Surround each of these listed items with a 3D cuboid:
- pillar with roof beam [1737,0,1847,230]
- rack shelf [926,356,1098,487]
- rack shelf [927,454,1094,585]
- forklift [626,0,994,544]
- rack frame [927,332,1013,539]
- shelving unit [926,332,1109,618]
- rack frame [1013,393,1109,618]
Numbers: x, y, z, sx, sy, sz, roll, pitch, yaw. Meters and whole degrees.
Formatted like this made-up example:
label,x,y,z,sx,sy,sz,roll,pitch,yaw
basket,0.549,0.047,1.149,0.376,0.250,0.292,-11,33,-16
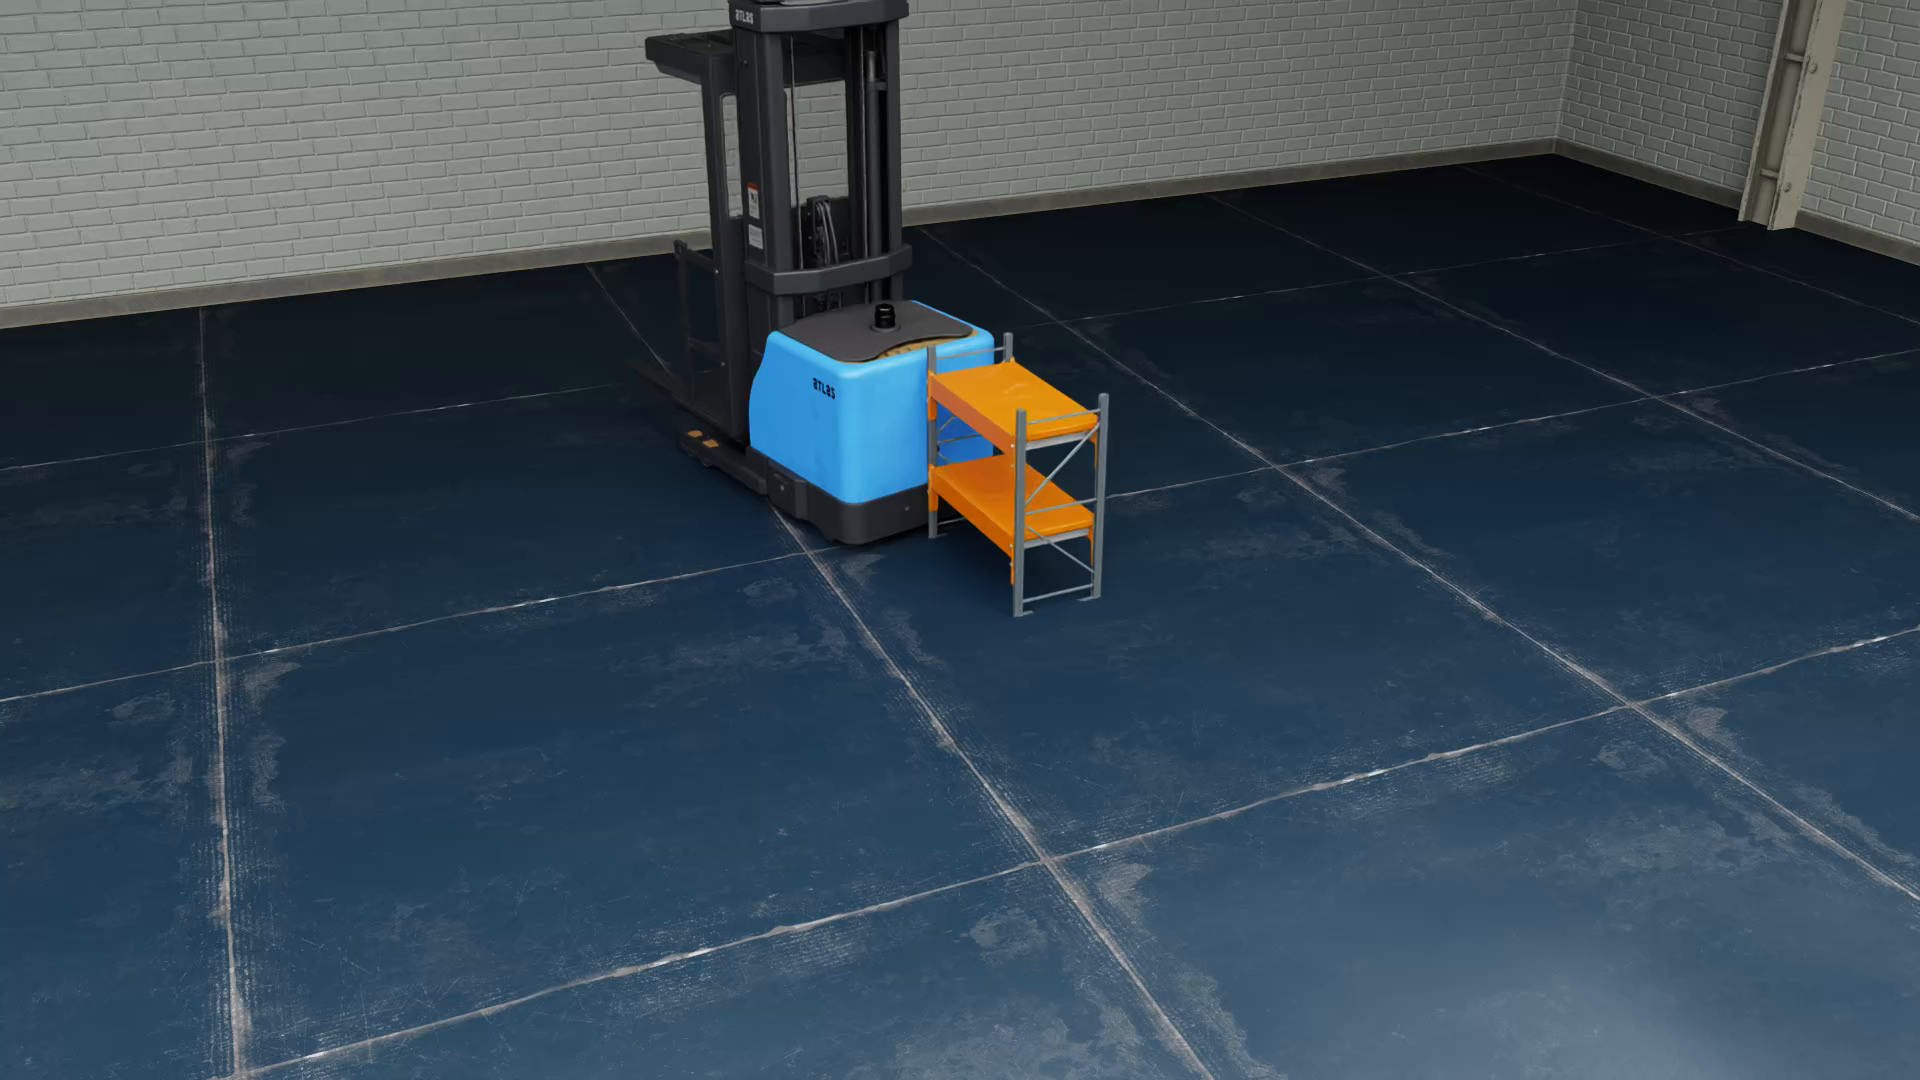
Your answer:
label,x,y,z,sx,sy,sz,roll,pitch,yaw
pillar with roof beam,3.398,-6.195,11.682,9.100,9.000,0.400,-11,28,-21
rack shelf,0.277,-0.626,8.584,0.538,0.278,1.000,-12,29,-23
rack shelf,0.277,-0.144,8.820,0.538,0.278,1.000,-12,29,-23
forklift,-1.080,-1.878,9.755,1.130,2.935,3.031,-18,31,-33
rack frame,0.054,-0.564,9.123,0.500,1.125,0.032,-12,29,-23
shelving unit,0.277,-0.363,8.712,0.538,1.125,1.048,-12,29,-23
rack frame,0.499,-0.163,8.302,0.500,1.125,0.032,-12,29,-23
